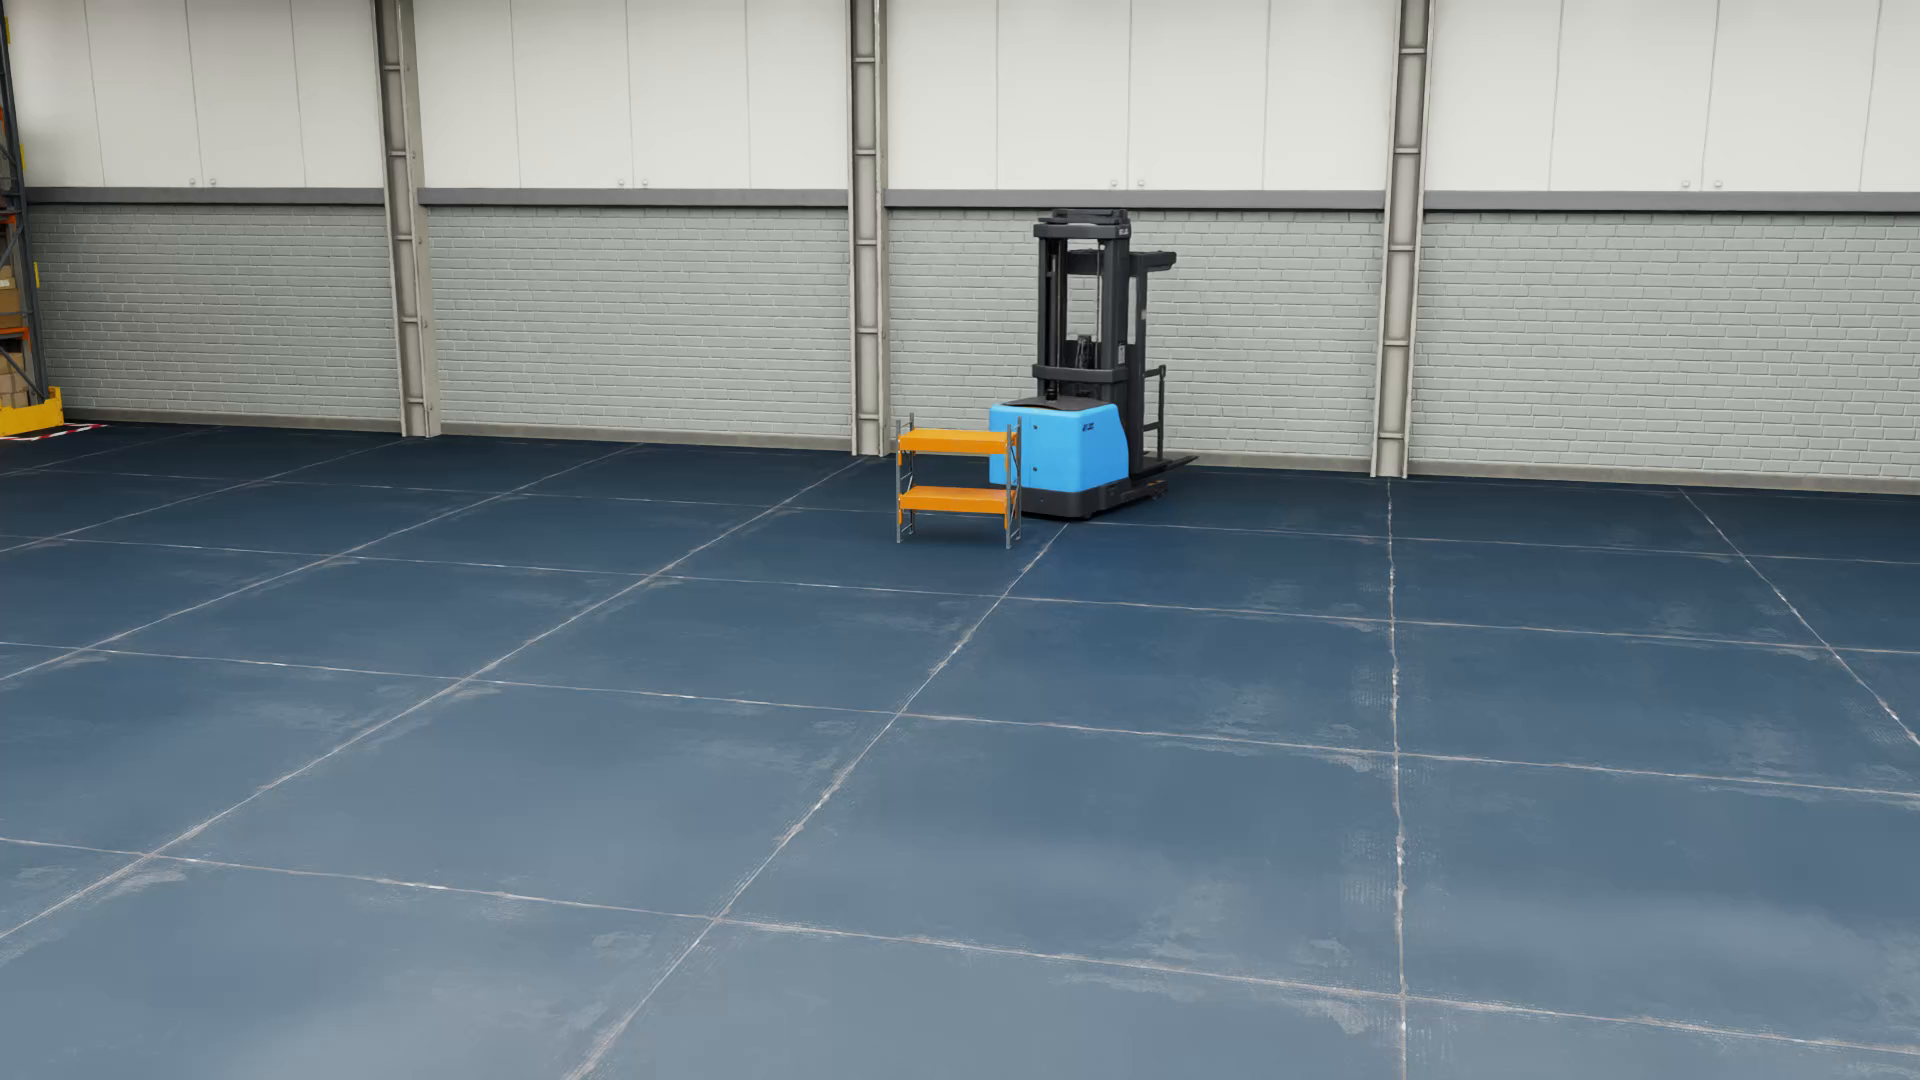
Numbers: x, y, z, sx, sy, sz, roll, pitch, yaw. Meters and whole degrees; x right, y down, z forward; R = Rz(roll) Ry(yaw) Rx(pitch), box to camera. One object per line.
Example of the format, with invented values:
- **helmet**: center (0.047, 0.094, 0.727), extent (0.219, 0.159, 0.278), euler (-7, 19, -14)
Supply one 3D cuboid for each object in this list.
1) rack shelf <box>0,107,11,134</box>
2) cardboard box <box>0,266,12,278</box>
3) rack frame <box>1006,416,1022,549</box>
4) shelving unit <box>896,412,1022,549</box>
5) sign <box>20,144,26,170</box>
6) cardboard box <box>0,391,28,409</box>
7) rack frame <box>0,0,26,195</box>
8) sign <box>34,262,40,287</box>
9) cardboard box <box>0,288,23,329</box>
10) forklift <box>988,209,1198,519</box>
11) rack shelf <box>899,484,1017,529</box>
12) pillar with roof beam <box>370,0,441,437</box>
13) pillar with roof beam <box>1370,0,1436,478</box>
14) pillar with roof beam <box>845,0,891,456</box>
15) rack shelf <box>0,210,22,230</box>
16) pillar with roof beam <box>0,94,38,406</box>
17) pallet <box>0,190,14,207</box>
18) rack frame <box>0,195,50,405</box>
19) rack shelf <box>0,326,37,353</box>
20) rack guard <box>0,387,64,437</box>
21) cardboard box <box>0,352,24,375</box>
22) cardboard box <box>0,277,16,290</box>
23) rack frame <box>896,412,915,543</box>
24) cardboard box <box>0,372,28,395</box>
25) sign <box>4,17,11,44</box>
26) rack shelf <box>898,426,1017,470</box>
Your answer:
- **rack shelf**: center (-14.193, -5.380, 21.292), extent (4.000, 0.370, 1.077), euler (3, 13, 14)
- **cardboard box**: center (-12.526, -3.467, 21.521), extent (0.250, 0.149, 0.380), euler (3, 13, 12)
- **rack frame**: center (0.487, -0.523, 14.995), extent (0.032, 1.125, 0.500), euler (3, 13, 14)
- **shelving unit**: center (-0.007, -0.549, 15.113), extent (1.048, 1.125, 0.538), euler (3, 13, 14)
- **sign**: center (-12.112, -4.940, 21.449), extent (0.005, 0.325, 0.100), euler (3, 13, 14)
- **cardboard box**: center (-12.681, -1.823, 21.905), extent (0.500, 0.250, 0.500), euler (3, 13, 14)
- **rack frame**: center (-12.251, -5.823, 20.703), extent (0.127, 3.000, 1.000), euler (3, 13, 14)
- **sign**: center (-12.112, -3.472, 21.775), extent (0.005, 0.325, 0.100), euler (3, 13, 14)
- **cardboard box**: center (-12.665, -3.027, 21.721), extent (0.500, 0.500, 0.500), euler (3, 13, 15)
- **forklift**: center (1.513, -1.904, 17.047), extent (1.130, 2.935, 3.031), euler (8, 15, 33)
- **rack shelf**: center (-0.007, -0.311, 15.166), extent (1.000, 0.278, 0.538), euler (3, 13, 14)
- **pillar with roof beam**: center (-7.917, -4.832, 16.236), extent (0.400, 9.000, 9.100), euler (3, 13, 14)
- **pillar with roof beam**: center (3.733, -4.209, 13.429), extent (0.400, 9.000, 9.100), euler (3, 13, 14)
- **pillar with roof beam**: center (-2.092, -4.520, 14.833), extent (0.400, 9.000, 9.100), euler (3, 13, 14)
- **rack shelf**: center (-14.193, -4.111, 21.574), extent (4.000, 0.370, 1.077), euler (3, 13, 14)
- **pillar with roof beam**: center (-13.742, -5.143, 17.640), extent (0.400, 9.000, 9.100), euler (3, 13, 14)
- **pallet**: center (-12.931, -4.357, 21.227), extent (1.213, 0.211, 1.003), euler (3, 13, 14)
- **rack frame**: center (-12.251, -2.894, 21.353), extent (0.127, 3.000, 1.000), euler (3, 13, 14)
- **rack shelf**: center (-14.193, -2.647, 21.899), extent (4.000, 0.370, 1.077), euler (3, 13, 14)
- **rack guard**: center (-12.228, -1.672, 21.618), extent (0.348, 0.500, 1.175), euler (3, 13, 14)
- **cardboard box**: center (-12.672, -2.310, 21.789), extent (0.500, 0.250, 0.500), euler (3, 13, 13)
- **cardboard box**: center (-12.518, -3.332, 21.597), extent (0.250, 0.149, 0.380), euler (3, 13, 12)
- **rack frame**: center (-0.500, -0.576, 15.232), extent (0.032, 1.125, 0.500), euler (3, 13, 14)
- **cardboard box**: center (-12.658, -2.069, 21.858), extent (0.500, 0.250, 0.500), euler (3, 13, 15)
- **sign**: center (-12.112, -6.473, 21.109), extent (0.005, 0.325, 0.100), euler (3, 13, 14)
- **rack shelf**: center (-0.007, -0.835, 15.050), extent (1.000, 0.278, 0.538), euler (3, 13, 14)
